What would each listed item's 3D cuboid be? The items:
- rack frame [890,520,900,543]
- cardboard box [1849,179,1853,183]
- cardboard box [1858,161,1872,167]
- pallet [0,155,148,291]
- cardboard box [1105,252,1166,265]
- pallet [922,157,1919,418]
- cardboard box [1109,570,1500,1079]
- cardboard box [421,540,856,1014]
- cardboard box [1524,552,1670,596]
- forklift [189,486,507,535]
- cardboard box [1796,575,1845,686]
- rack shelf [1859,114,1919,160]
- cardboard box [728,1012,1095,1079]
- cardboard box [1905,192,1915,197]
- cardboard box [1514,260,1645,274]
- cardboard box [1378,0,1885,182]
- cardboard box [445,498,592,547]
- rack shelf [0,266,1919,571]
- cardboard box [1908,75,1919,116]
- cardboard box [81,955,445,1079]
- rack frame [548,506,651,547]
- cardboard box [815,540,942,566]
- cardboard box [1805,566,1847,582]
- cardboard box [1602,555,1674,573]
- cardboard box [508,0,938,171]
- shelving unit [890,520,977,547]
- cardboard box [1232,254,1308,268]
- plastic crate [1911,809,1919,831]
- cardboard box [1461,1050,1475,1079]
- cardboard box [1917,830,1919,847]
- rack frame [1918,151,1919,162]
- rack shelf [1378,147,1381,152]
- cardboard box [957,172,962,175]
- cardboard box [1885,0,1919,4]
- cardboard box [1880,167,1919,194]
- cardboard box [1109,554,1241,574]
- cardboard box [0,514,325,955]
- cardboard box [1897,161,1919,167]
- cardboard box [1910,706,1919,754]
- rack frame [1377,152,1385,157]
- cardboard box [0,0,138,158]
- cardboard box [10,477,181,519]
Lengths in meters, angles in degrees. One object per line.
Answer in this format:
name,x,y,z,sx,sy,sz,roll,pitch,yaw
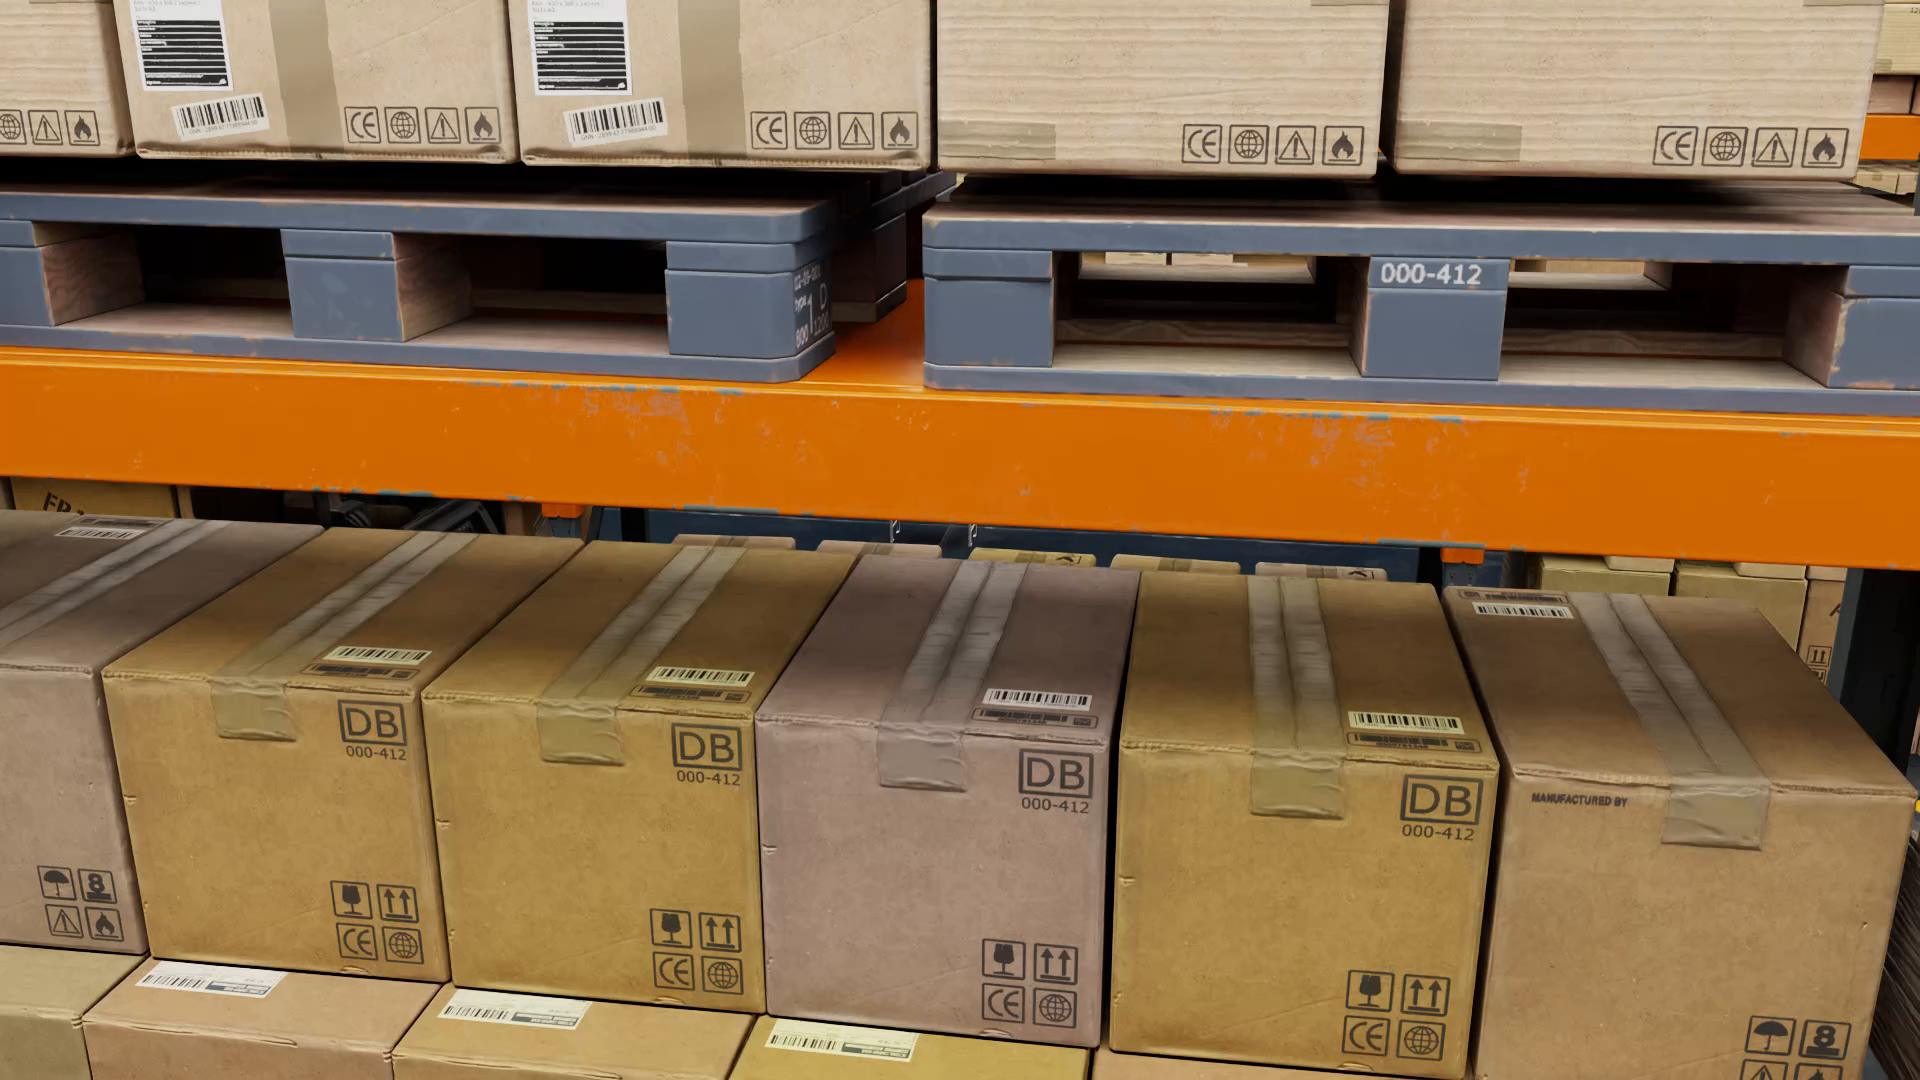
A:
rack frame,-0.404,-0.590,10.174,0.015,1.200,0.240,3,19,9
cardboard box,5.798,-2.423,11.169,0.250,0.149,0.380,3,19,9
cardboard box,6.117,-2.544,11.532,0.250,0.149,0.380,3,19,10
pallet,-1.793,-0.541,2.762,1.003,0.211,1.213,4,19,11
cardboard box,0.749,-1.263,7.039,0.250,0.149,0.380,2,19,6
pallet,0.599,-0.385,2.299,1.217,0.209,0.805,2,19,6
cardboard box,0.513,0.408,2.623,0.500,0.500,0.700,3,19,8
cardboard box,-0.485,0.357,2.777,0.500,0.500,0.700,3,19,8
cardboard box,2.737,0.285,7.212,0.500,0.500,0.500,4,19,11
forklift,-1.497,0.141,5.262,3.031,2.935,1.130,4,19,11
cardboard box,3.779,0.335,7.063,0.500,0.500,0.500,4,19,12
rack shelf,4.172,-1.559,6.641,4.000,0.370,1.077,3,19,9
cardboard box,-0.044,0.937,2.617,0.500,0.500,0.500,3,19,9
cardboard box,4.119,-1.086,6.621,0.500,0.500,0.700,3,19,8
cardboard box,2.597,-1.151,6.812,0.500,0.500,0.700,3,19,8
cardboard box,0.789,-0.605,2.075,0.500,0.250,0.500,3,19,9
cardboard box,-2.421,-0.032,8.357,0.875,0.875,0.875,3,19,8
rack shelf,-0.463,-0.204,2.592,4.000,0.370,1.077,3,19,9
cardboard box,3.725,-1.696,6.314,0.250,0.149,0.380,3,19,8
cardboard box,-1.037,0.887,2.769,0.500,0.500,0.500,3,19,9
rack frame,-1.752,-0.779,7.905,0.127,3.000,1.000,3,19,9
cardboard box,-0.466,0.334,8.057,0.625,0.372,0.950,3,19,8
cardboard box,3.625,0.041,6.921,0.250,0.149,0.380,4,19,12
cardboard box,2.851,0.003,7.034,0.250,0.149,0.380,3,19,9
cardboard box,-0.254,-0.668,2.167,0.500,0.311,0.500,2,19,7
shelving unit,-0.163,-0.577,10.138,0.503,1.200,0.258,3,19,9
cardboard box,1.215,-0.942,7.101,0.500,0.500,0.500,3,19,9
plastic crate,3.617,1.142,6.763,0.583,0.080,0.402,-3,19,-10
cardboard box,0.954,0.988,2.465,0.500,0.500,0.500,3,19,8
cardboard box,1.871,0.424,2.370,0.550,0.550,0.875,3,19,9
rack frame,1.512,-1.867,1.701,0.127,3.000,1.000,3,19,9
rack shelf,0.223,-1.760,7.242,4.000,0.370,1.077,3,19,9
cardboard box,-0.093,-2.726,12.544,0.250,0.149,0.380,3,19,9
cardboard box,3.485,-2.103,6.273,0.250,0.149,0.380,2,19,7
cardboard box,6.295,-2.383,11.048,0.250,0.149,0.380,3,19,9
cardboard box,0.969,0.408,7.835,0.625,0.372,0.950,4,19,12
cardboard box,-1.496,0.306,2.929,0.500,0.500,0.700,3,19,8
cardboard box,6.633,-2.512,11.434,0.250,0.149,0.380,3,19,8
cardboard box,3.790,0.690,7.184,0.500,0.250,0.500,3,19,8
rack frame,2.981,-2.133,11.951,0.127,3.000,1.000,3,19,9
cardboard box,-1.263,-0.691,2.330,0.500,0.250,0.500,3,19,10
cardboard box,-4.183,-0.123,8.630,0.875,0.875,0.875,3,19,10
